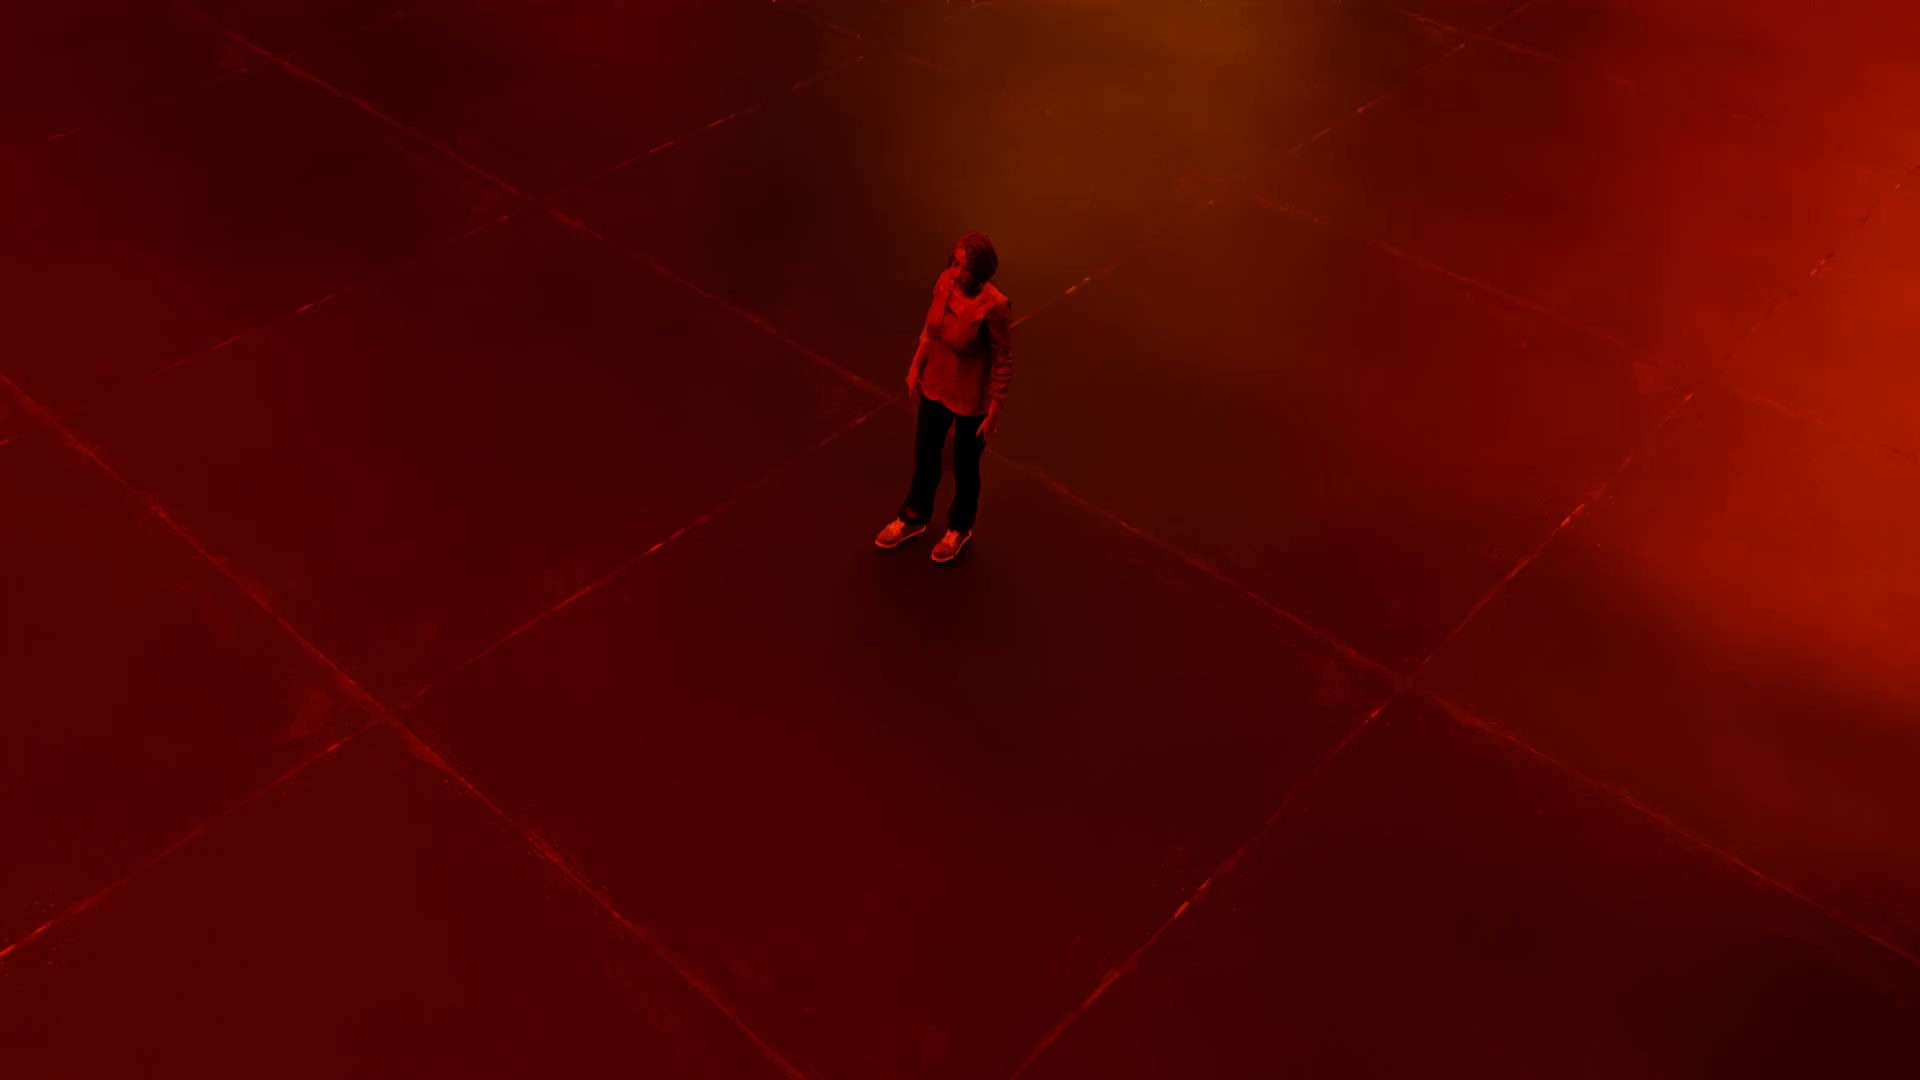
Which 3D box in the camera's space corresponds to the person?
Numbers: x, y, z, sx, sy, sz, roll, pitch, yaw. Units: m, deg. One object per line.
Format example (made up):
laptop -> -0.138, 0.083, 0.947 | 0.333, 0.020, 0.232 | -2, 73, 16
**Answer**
person -> -0.060, -0.582, 7.120 | 0.520, 1.597, 0.474 | 31, 49, 31
